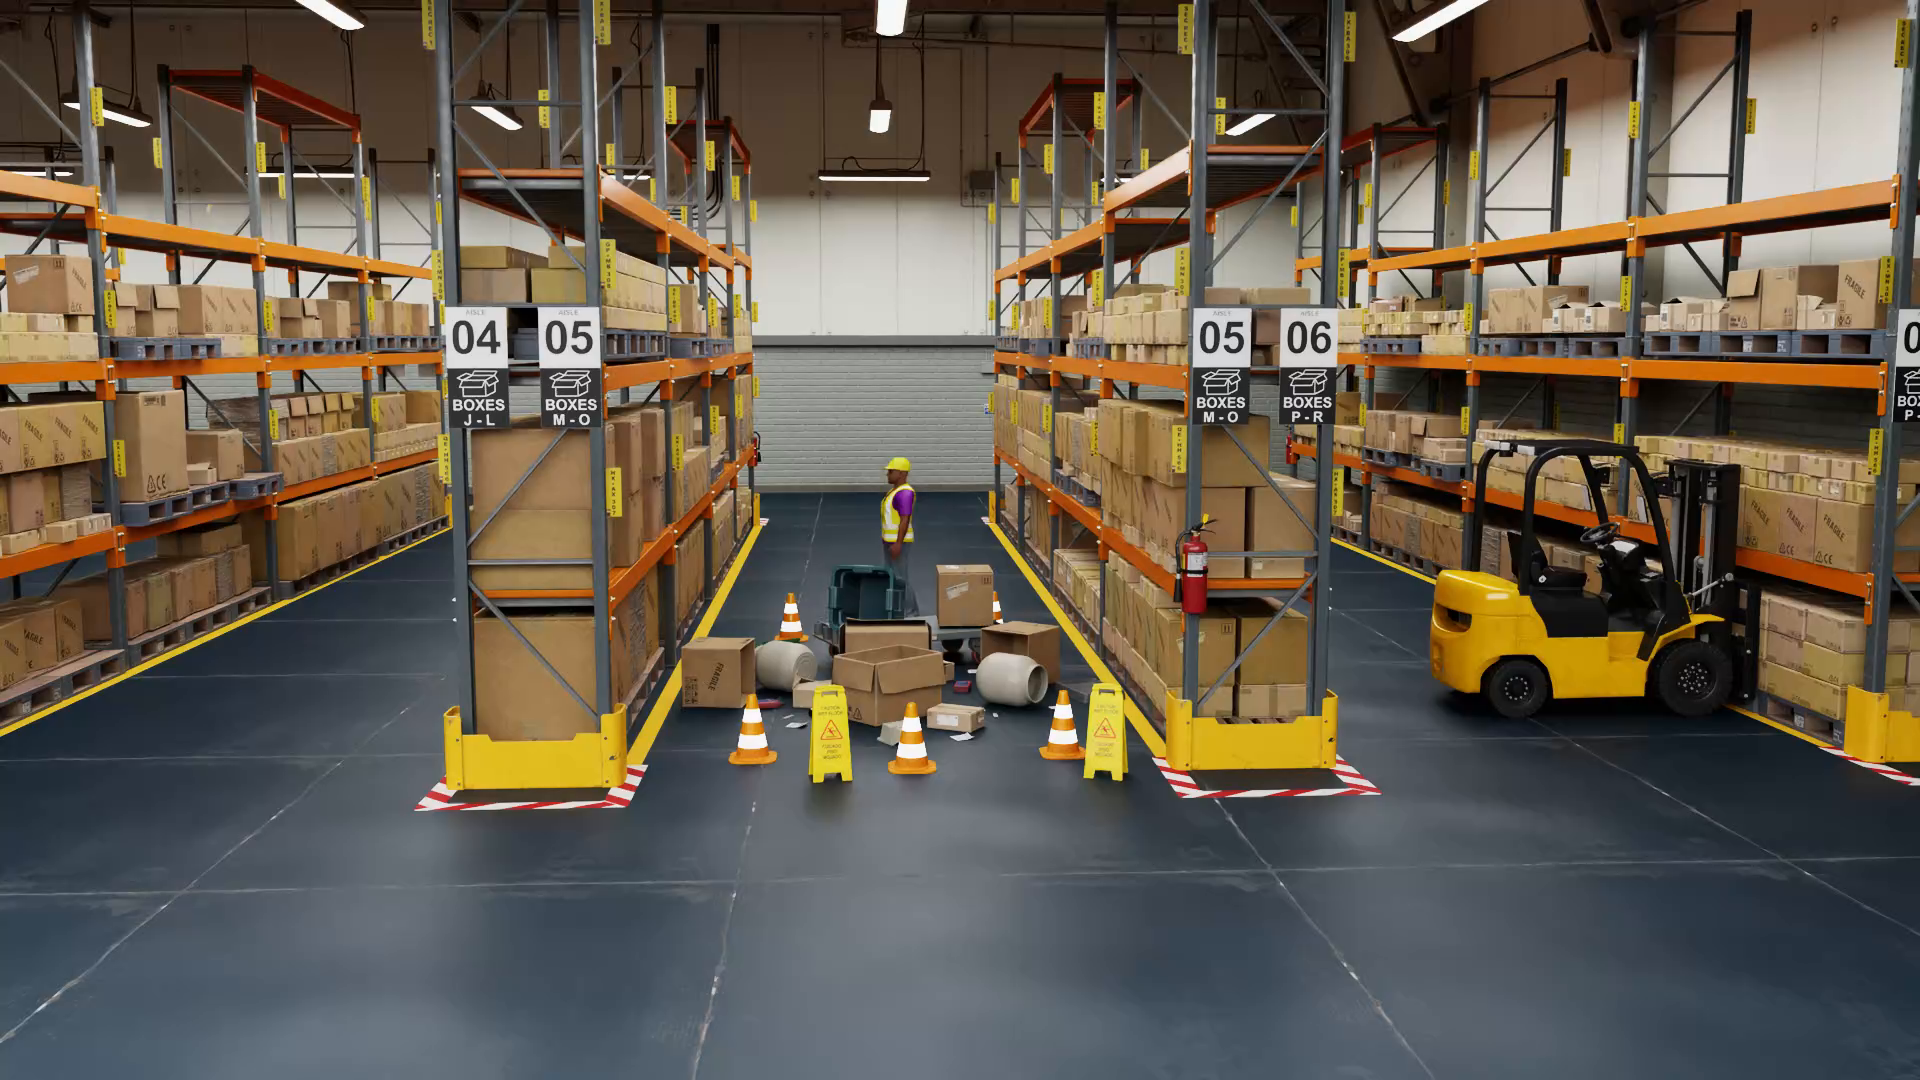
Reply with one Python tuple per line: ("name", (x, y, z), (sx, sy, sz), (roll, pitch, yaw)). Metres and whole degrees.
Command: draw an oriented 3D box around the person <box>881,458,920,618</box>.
("person", (-0.655, 0.026, 17.346), (0.459, 1.770, 0.608), (-2, 7, -13))
